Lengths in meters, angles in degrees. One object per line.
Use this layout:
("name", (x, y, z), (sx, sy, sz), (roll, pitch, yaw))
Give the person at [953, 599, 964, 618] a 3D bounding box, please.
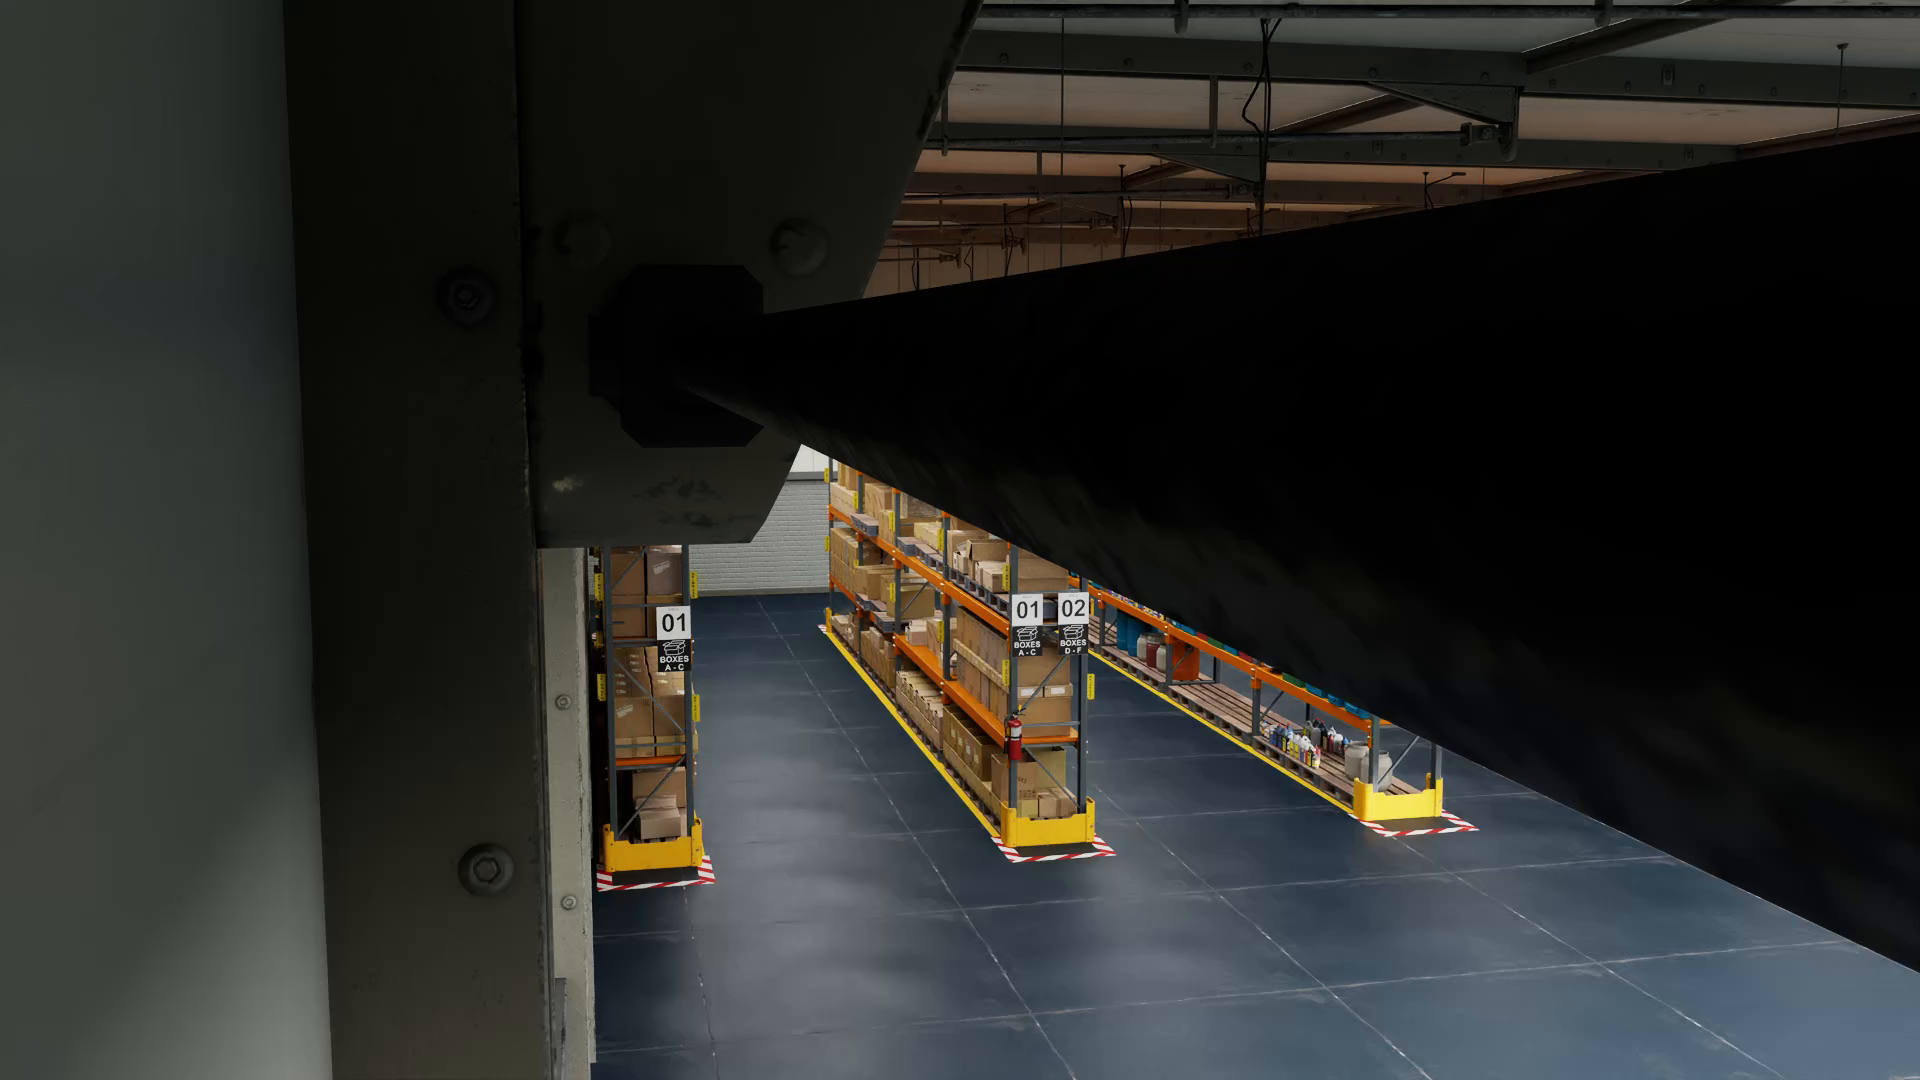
("person", (-0.028, 1.393, 35.089), (0.534, 1.590, 0.817), (-3, 7, -22))
